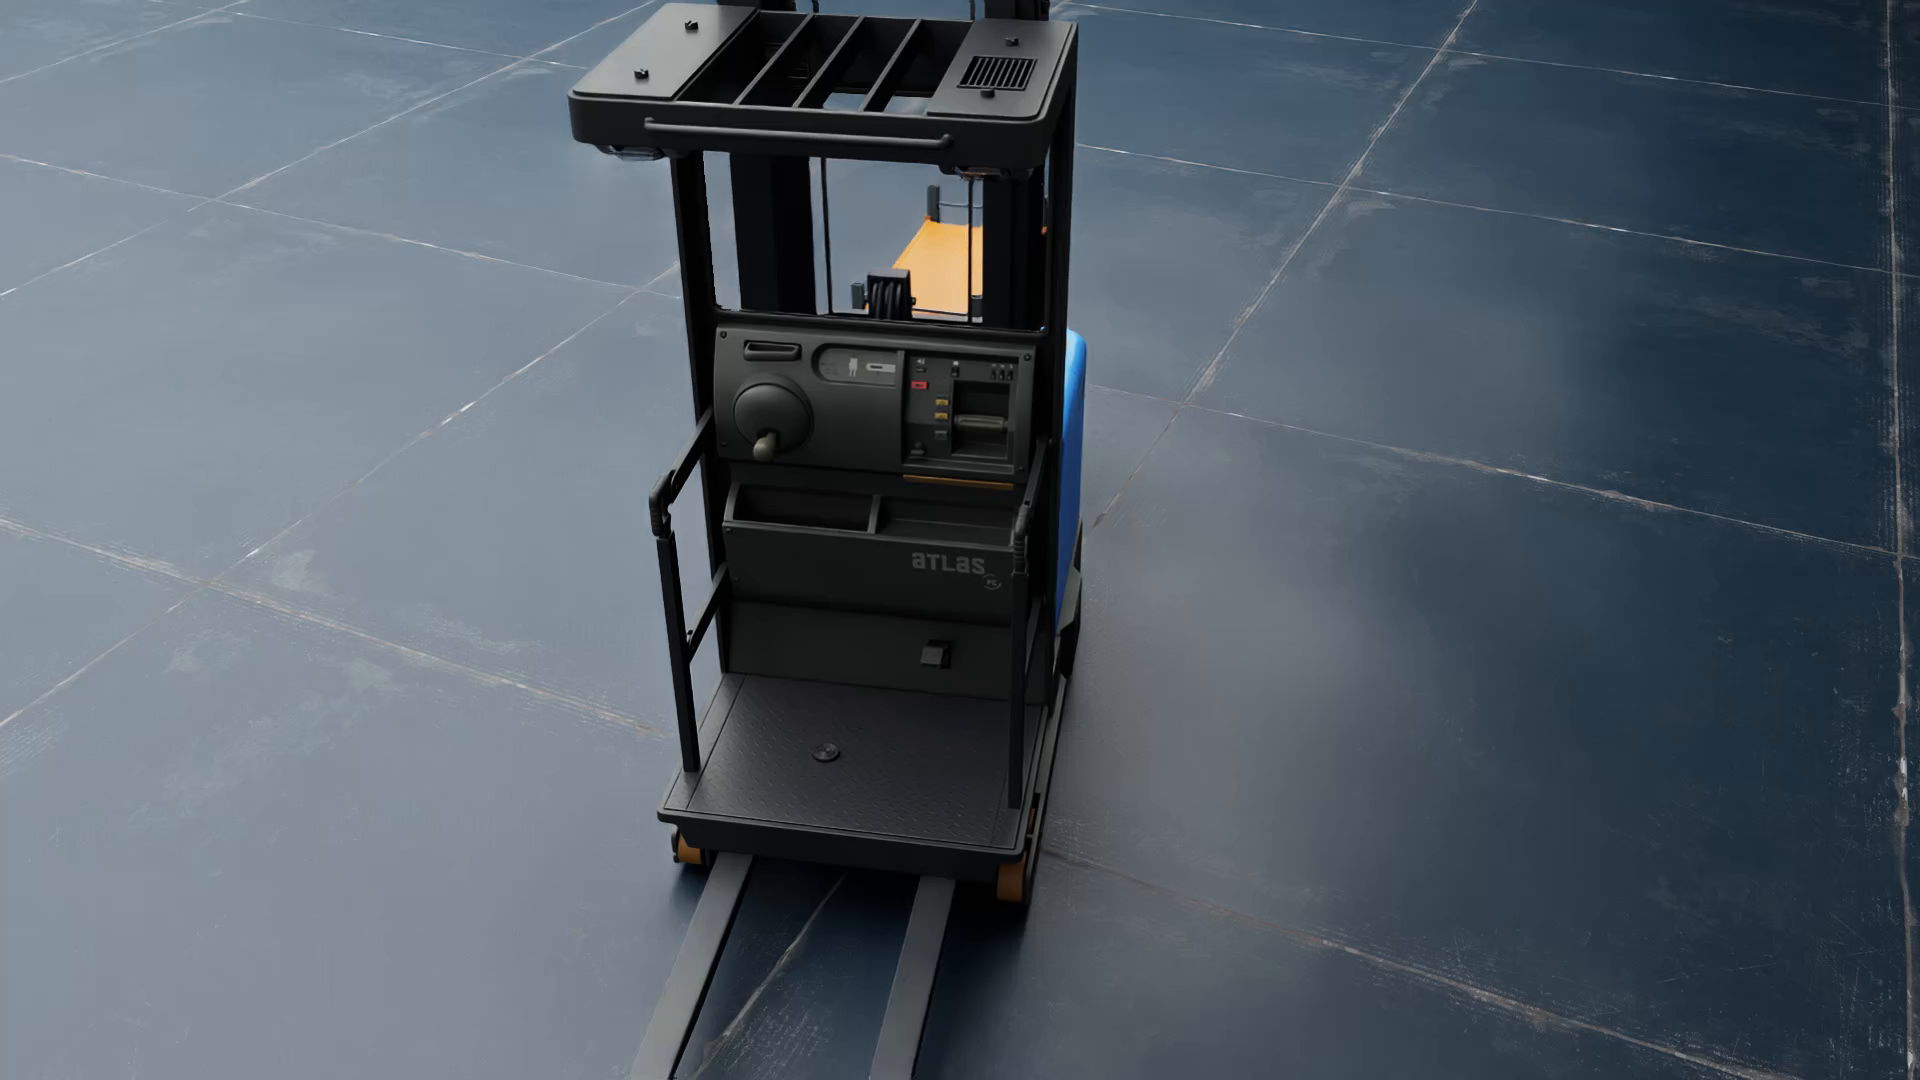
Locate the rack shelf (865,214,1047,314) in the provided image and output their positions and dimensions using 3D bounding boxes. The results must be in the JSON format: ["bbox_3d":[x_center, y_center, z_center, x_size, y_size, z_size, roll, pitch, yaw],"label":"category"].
[{"bbox_3d":[-0.025,-0.964,6.660,0.538,0.278,1.000,8,34,13],"label":"rack shelf"}]

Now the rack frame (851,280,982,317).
[{"bbox_3d":[-0.157,-0.450,6.410,0.500,1.125,0.032,8,34,13],"label":"rack frame"}]

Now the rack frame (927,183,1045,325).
[{"bbox_3d":[0.107,-0.988,7.232,0.500,1.125,0.032,8,34,13],"label":"rack frame"}]

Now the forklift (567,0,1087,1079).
[{"bbox_3d":[-0.283,-0.336,4.589,1.130,2.935,3.031,5,34,8],"label":"forklift"}]

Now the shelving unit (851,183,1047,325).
[{"bbox_3d":[-0.025,-0.719,6.821,0.538,1.125,1.048,8,34,13],"label":"shelving unit"}]
